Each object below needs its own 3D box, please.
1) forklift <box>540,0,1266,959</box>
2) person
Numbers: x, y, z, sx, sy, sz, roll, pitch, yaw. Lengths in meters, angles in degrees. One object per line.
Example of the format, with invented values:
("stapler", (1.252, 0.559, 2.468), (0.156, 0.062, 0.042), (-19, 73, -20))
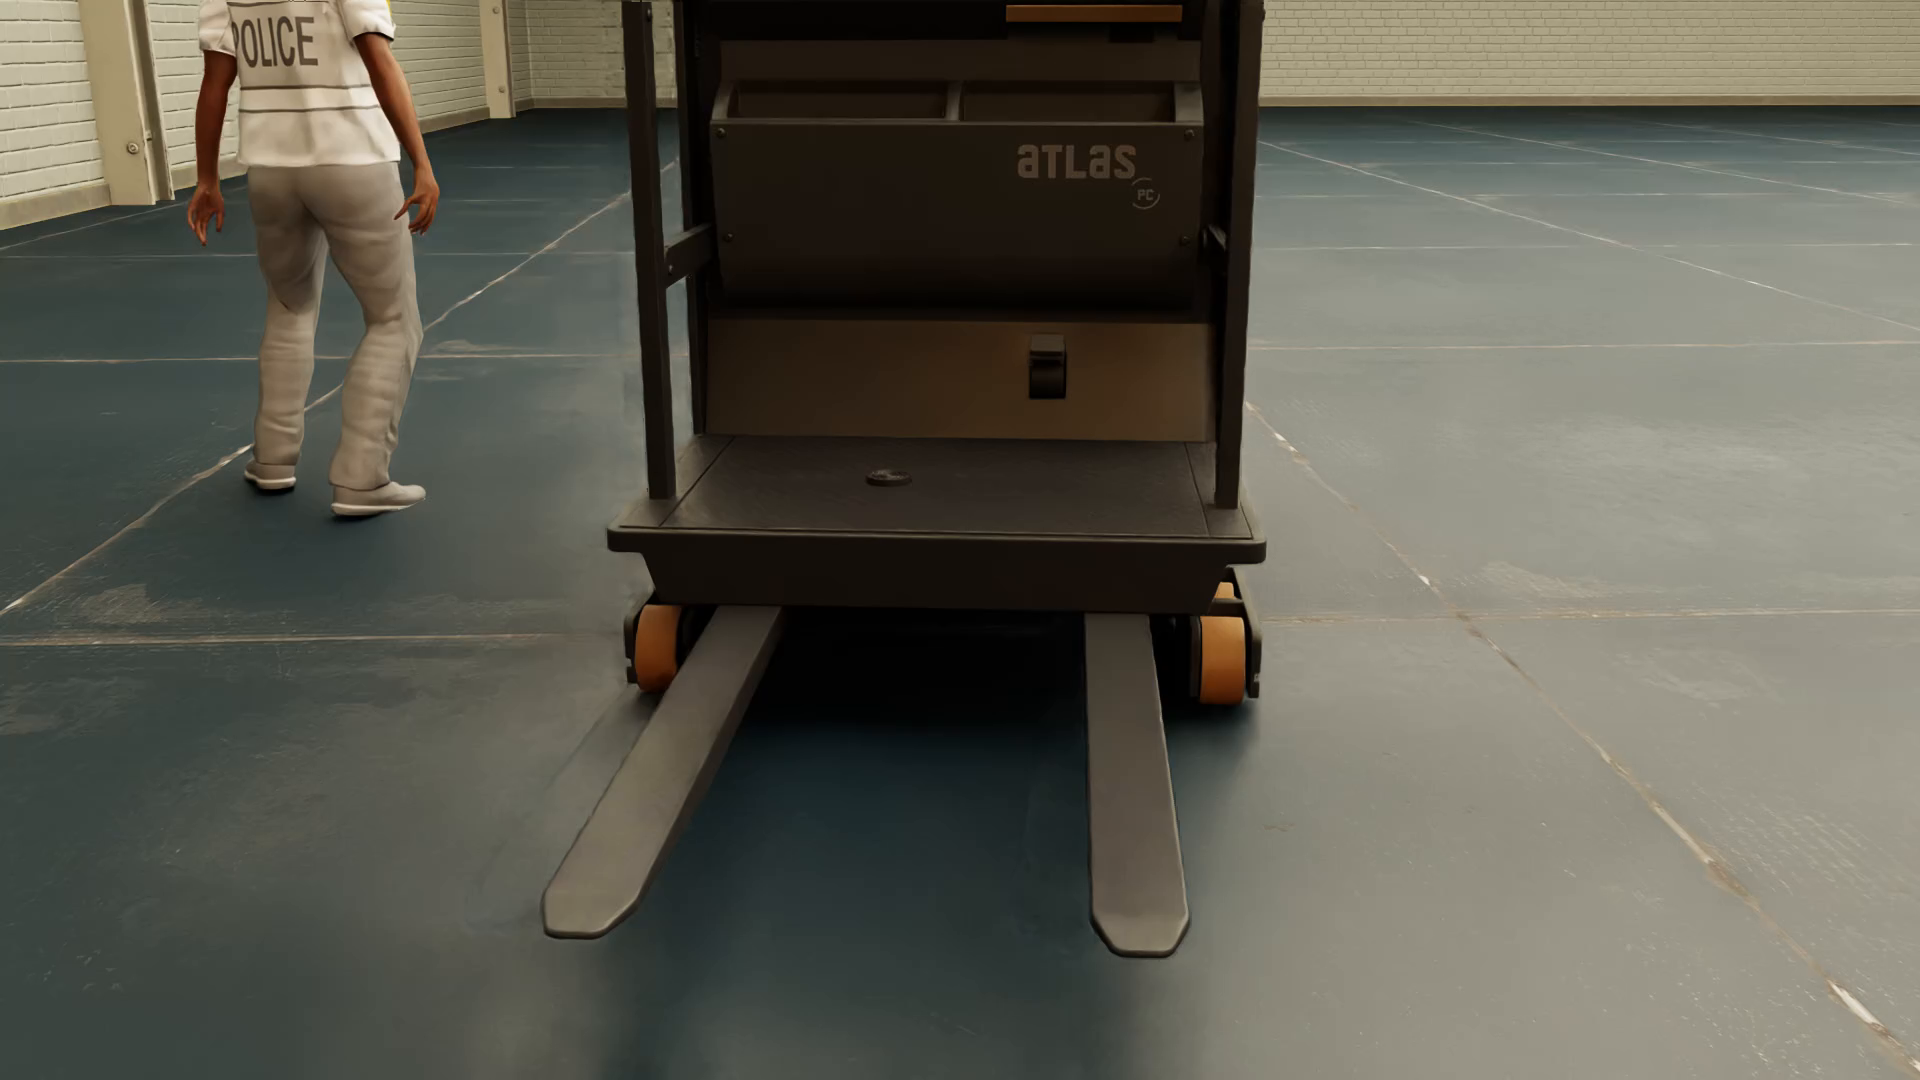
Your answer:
("forklift", (-0.017, -1.203, 2.842), (1.130, 2.935, 3.031), (1, 17, 3))
("person", (-1.574, -0.877, 4.067), (0.796, 1.634, 0.427), (6, 18, 20))
